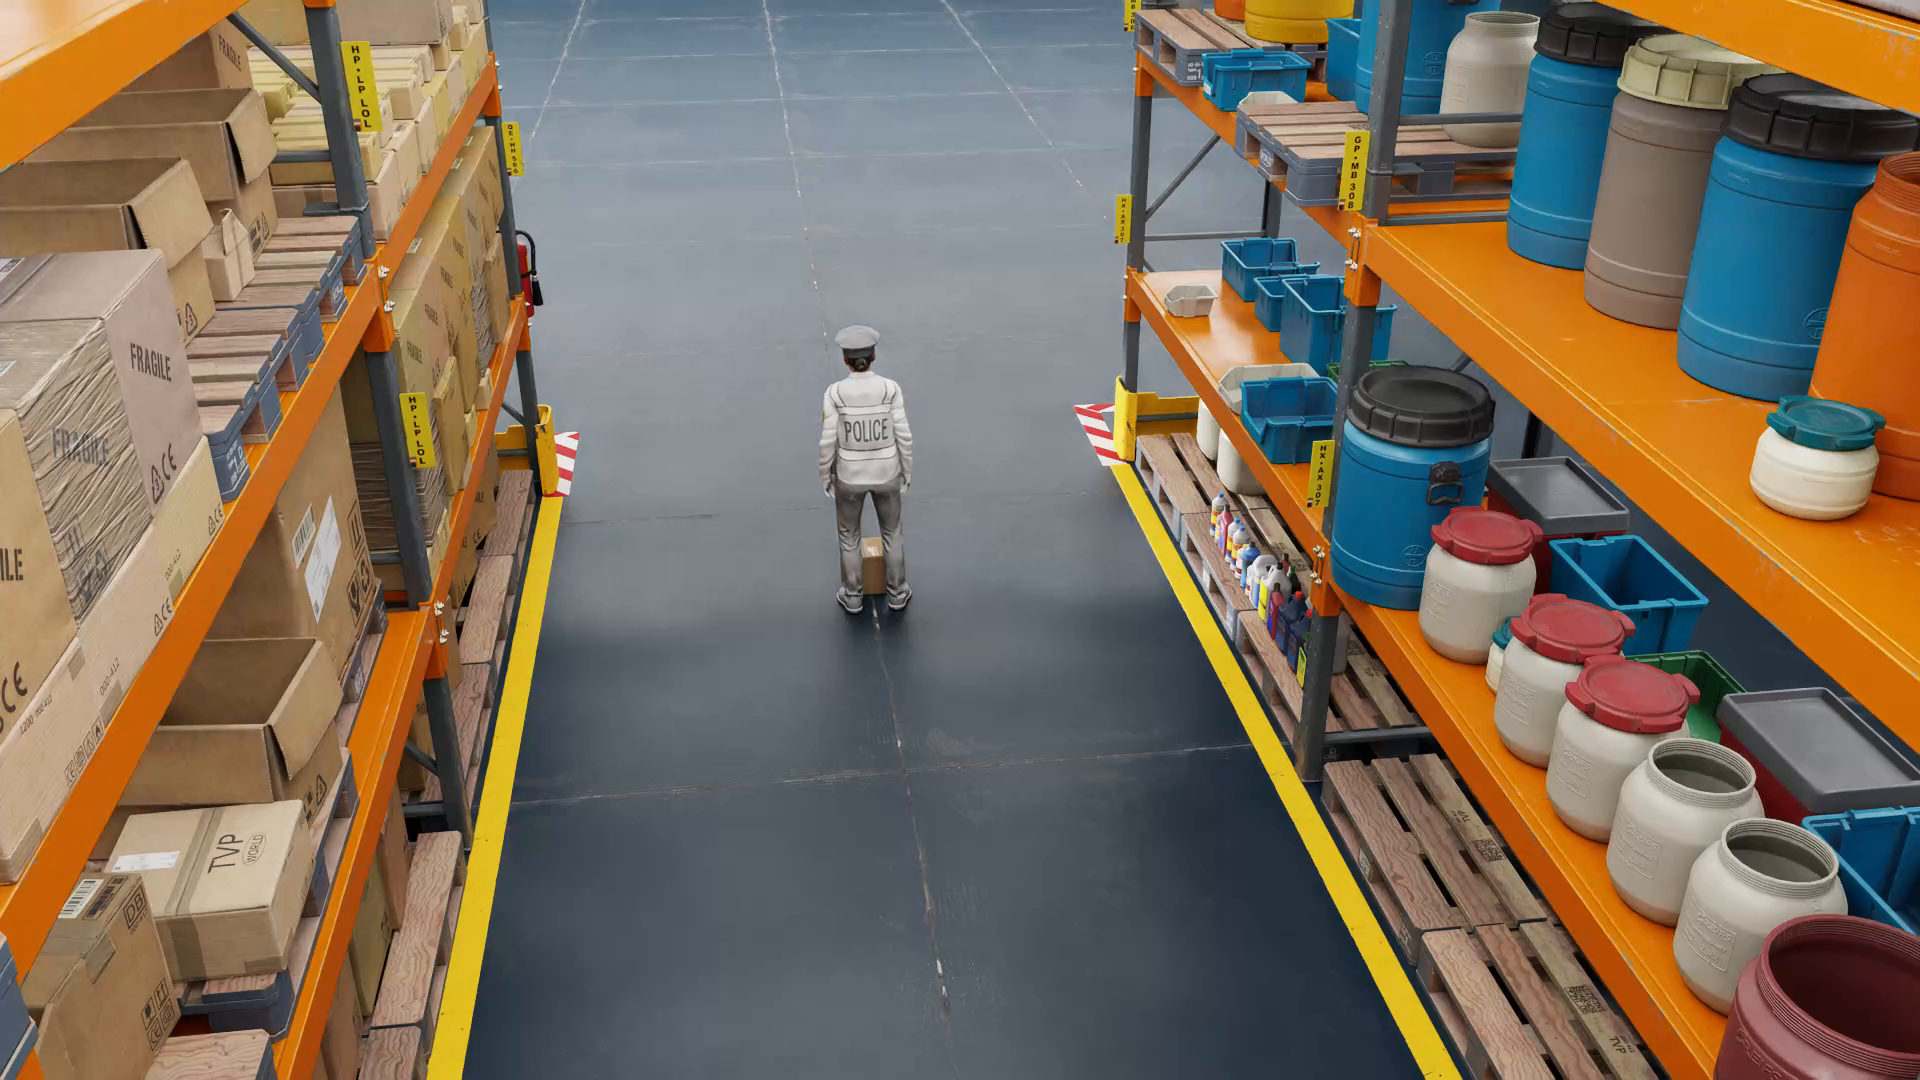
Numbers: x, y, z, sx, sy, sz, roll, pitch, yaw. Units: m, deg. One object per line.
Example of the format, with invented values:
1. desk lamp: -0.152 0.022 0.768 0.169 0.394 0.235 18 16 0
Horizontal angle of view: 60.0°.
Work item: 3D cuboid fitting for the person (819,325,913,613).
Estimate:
1. person: -0.525 -0.362 9.316 0.525 1.662 0.374 -4 28 -8
